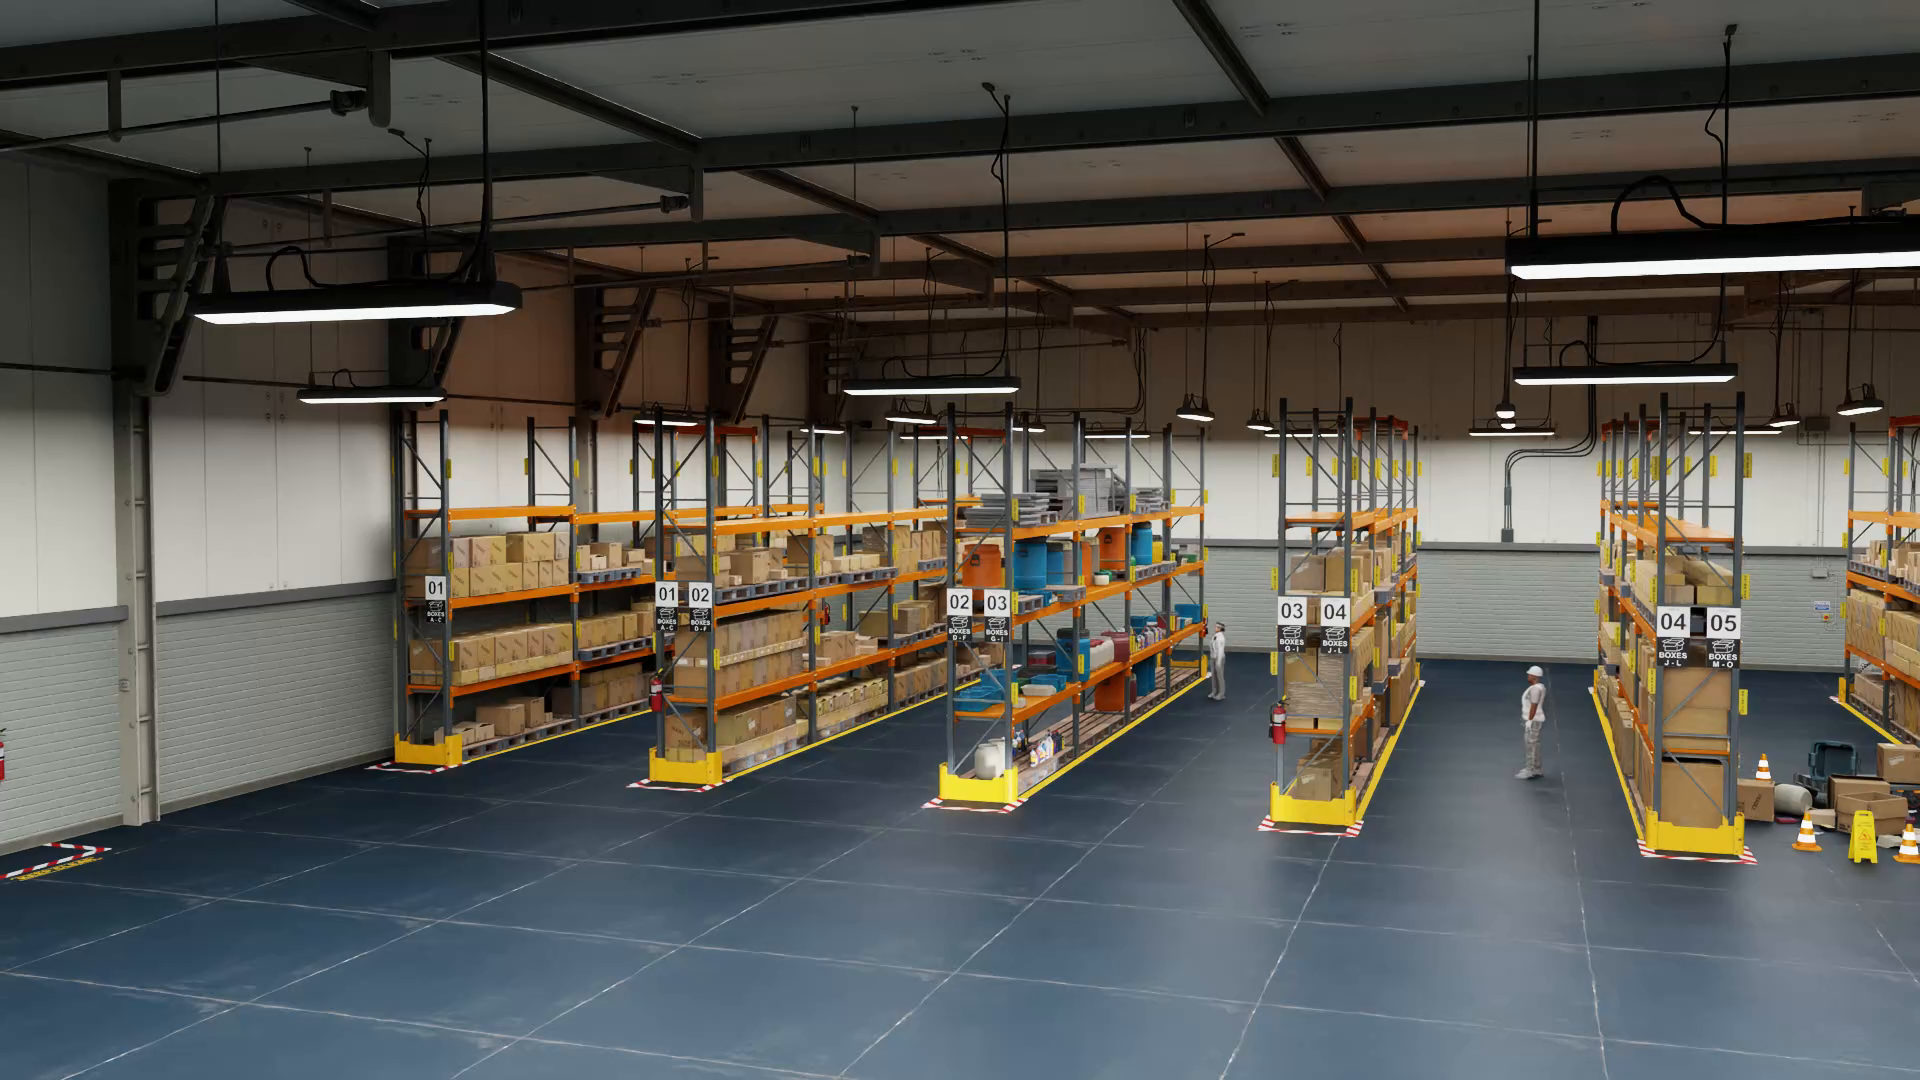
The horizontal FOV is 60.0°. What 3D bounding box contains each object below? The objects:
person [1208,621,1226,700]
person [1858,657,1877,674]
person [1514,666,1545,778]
[{"bbox_3d":[5.608,2.601,36.200,0.392,1.699,0.524,-1,3,-18],"label":"person"},{"bbox_3d":[20.107,2.530,36.669,0.712,1.769,0.567,1,3,16],"label":"person"},{"bbox_3d":[9.265,2.952,27.040,0.530,1.807,0.573,0,2,7],"label":"person"}]
